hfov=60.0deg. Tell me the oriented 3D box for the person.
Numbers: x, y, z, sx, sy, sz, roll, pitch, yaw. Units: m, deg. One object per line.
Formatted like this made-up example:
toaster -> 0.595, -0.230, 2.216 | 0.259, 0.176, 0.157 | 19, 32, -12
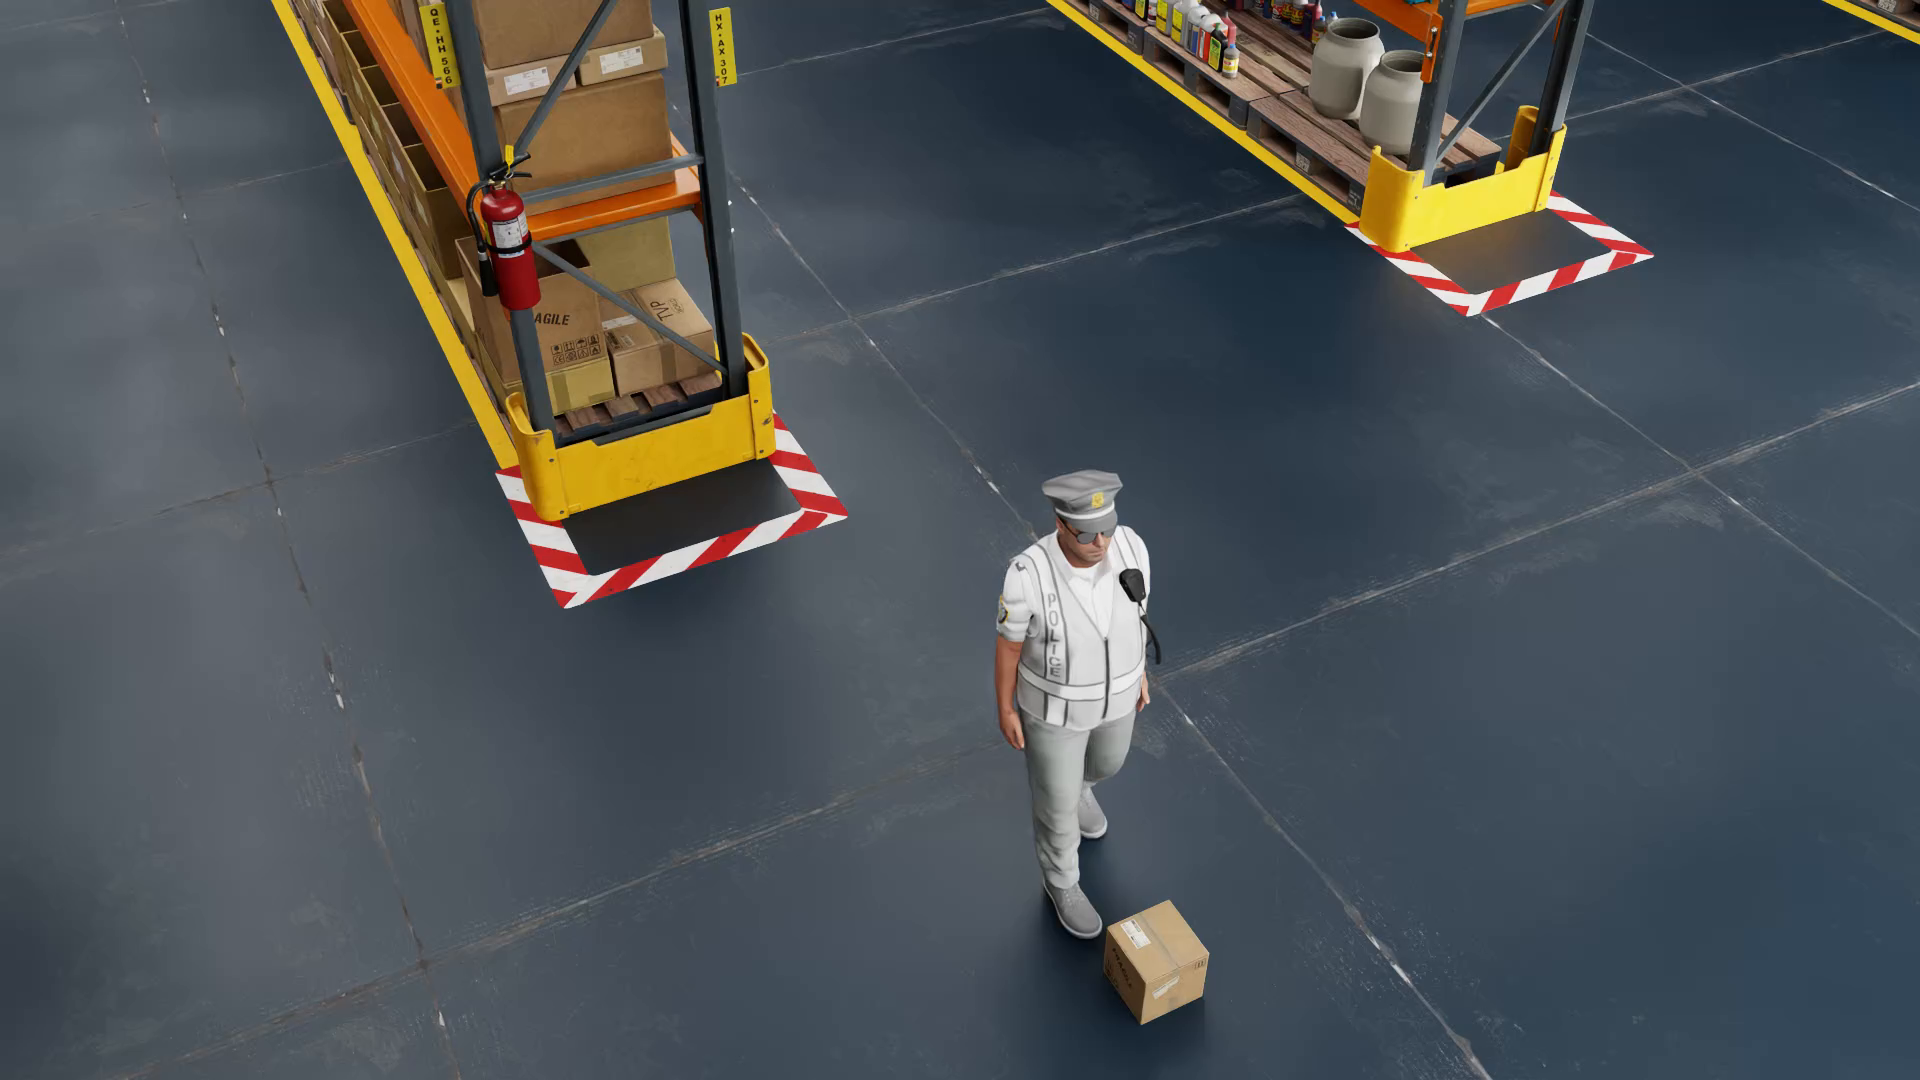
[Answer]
person -> 0.407, 0.515, 5.536 | 0.556, 1.764, 0.711 | -17, 44, -19
